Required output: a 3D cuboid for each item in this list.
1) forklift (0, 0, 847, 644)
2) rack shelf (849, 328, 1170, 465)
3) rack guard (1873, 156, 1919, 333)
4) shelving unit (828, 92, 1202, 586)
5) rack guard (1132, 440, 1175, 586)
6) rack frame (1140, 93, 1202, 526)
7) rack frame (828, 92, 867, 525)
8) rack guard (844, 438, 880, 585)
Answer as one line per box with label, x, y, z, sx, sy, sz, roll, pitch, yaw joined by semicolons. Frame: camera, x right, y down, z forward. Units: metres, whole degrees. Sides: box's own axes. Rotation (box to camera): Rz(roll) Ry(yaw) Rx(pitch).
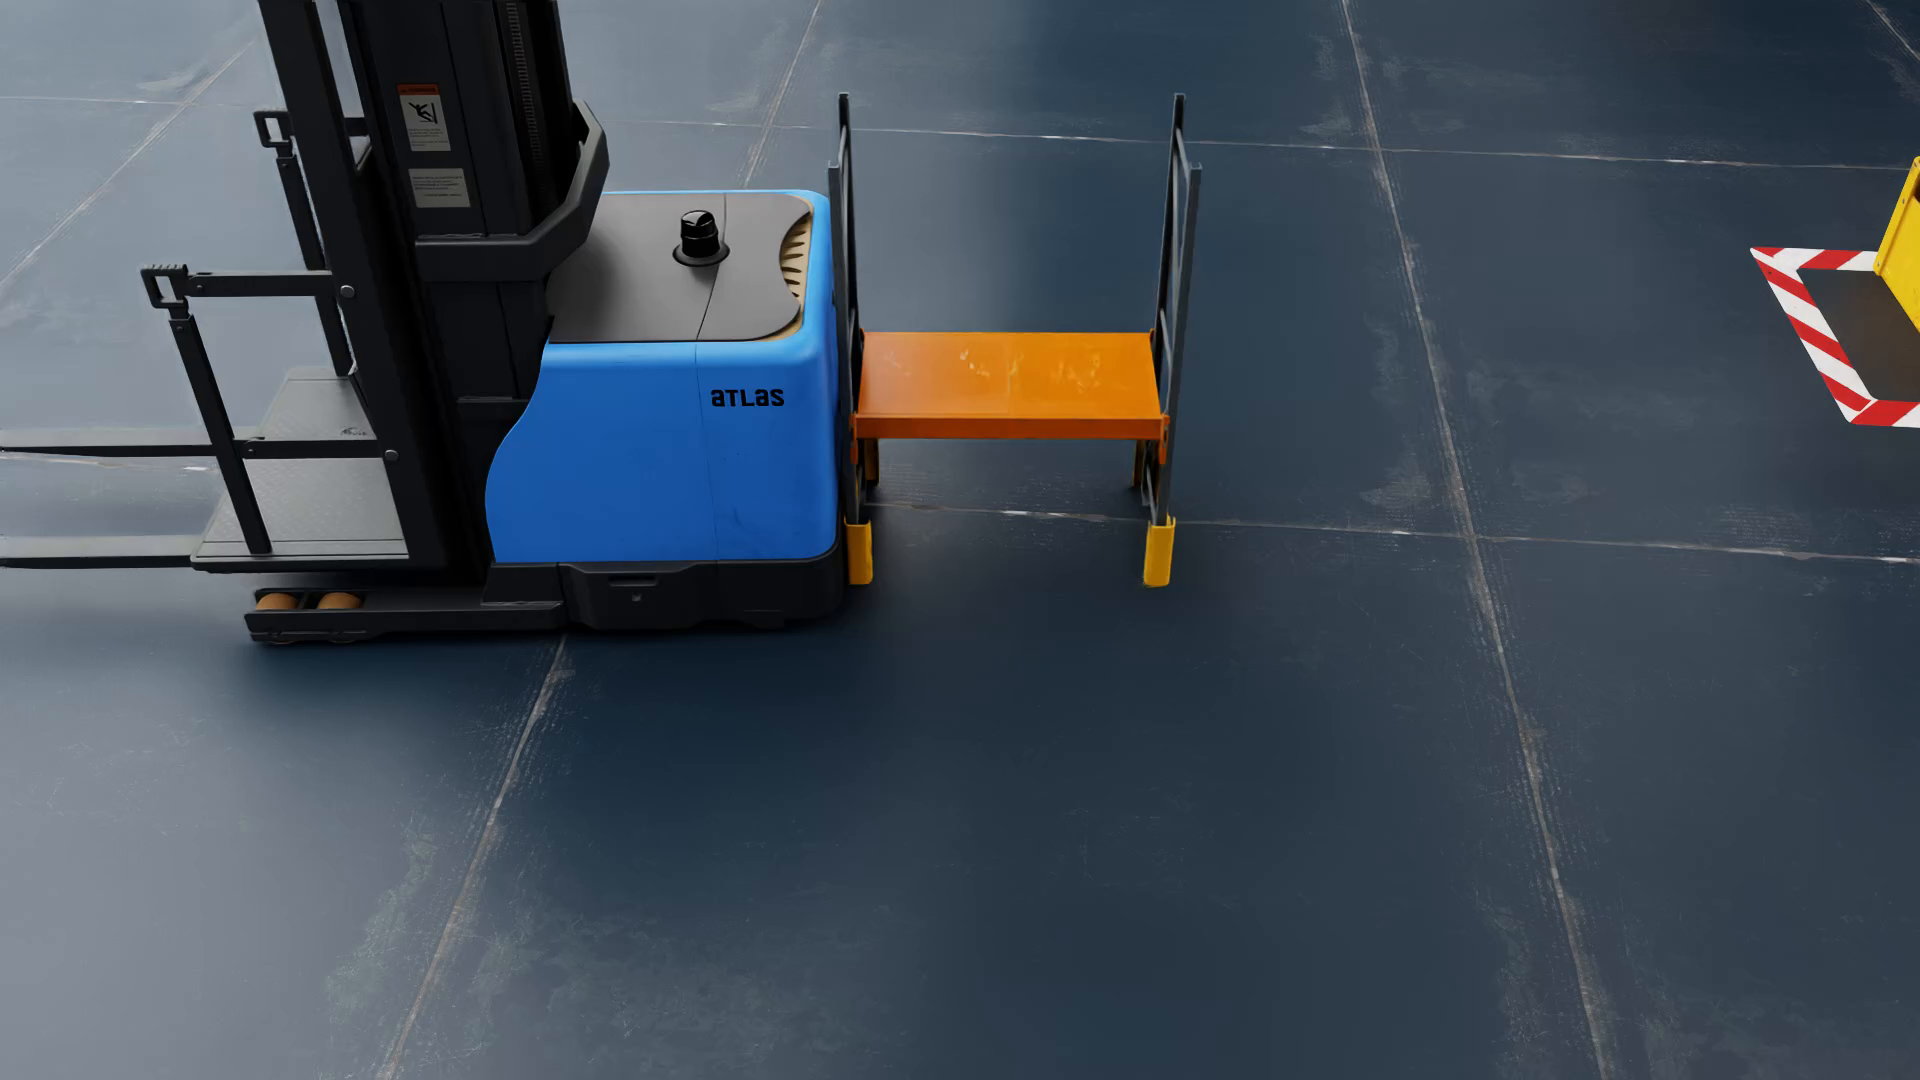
forklift;-1.906;-1.141;4.830;3.031;2.935;1.130;-1;39;-1
rack shelf;0.155;-0.476;5.432;1.000;0.185;0.538;0;39;0
rack guard;4.076;-1.031;6.621;0.348;0.500;1.175;3;39;4
shelving unit;0.164;-0.616;5.318;1.083;1.500;0.587;0;39;0
rack guard;0.662;-0.128;5.710;0.087;0.250;0.587;0;39;0
rack frame;0.663;-0.613;5.315;0.032;1.500;0.500;0;39;0
rack frame;-0.353;-0.618;5.321;0.032;1.500;0.500;0;39;0
rack guard;-0.334;-0.133;5.716;0.087;0.250;0.587;0;39;0
